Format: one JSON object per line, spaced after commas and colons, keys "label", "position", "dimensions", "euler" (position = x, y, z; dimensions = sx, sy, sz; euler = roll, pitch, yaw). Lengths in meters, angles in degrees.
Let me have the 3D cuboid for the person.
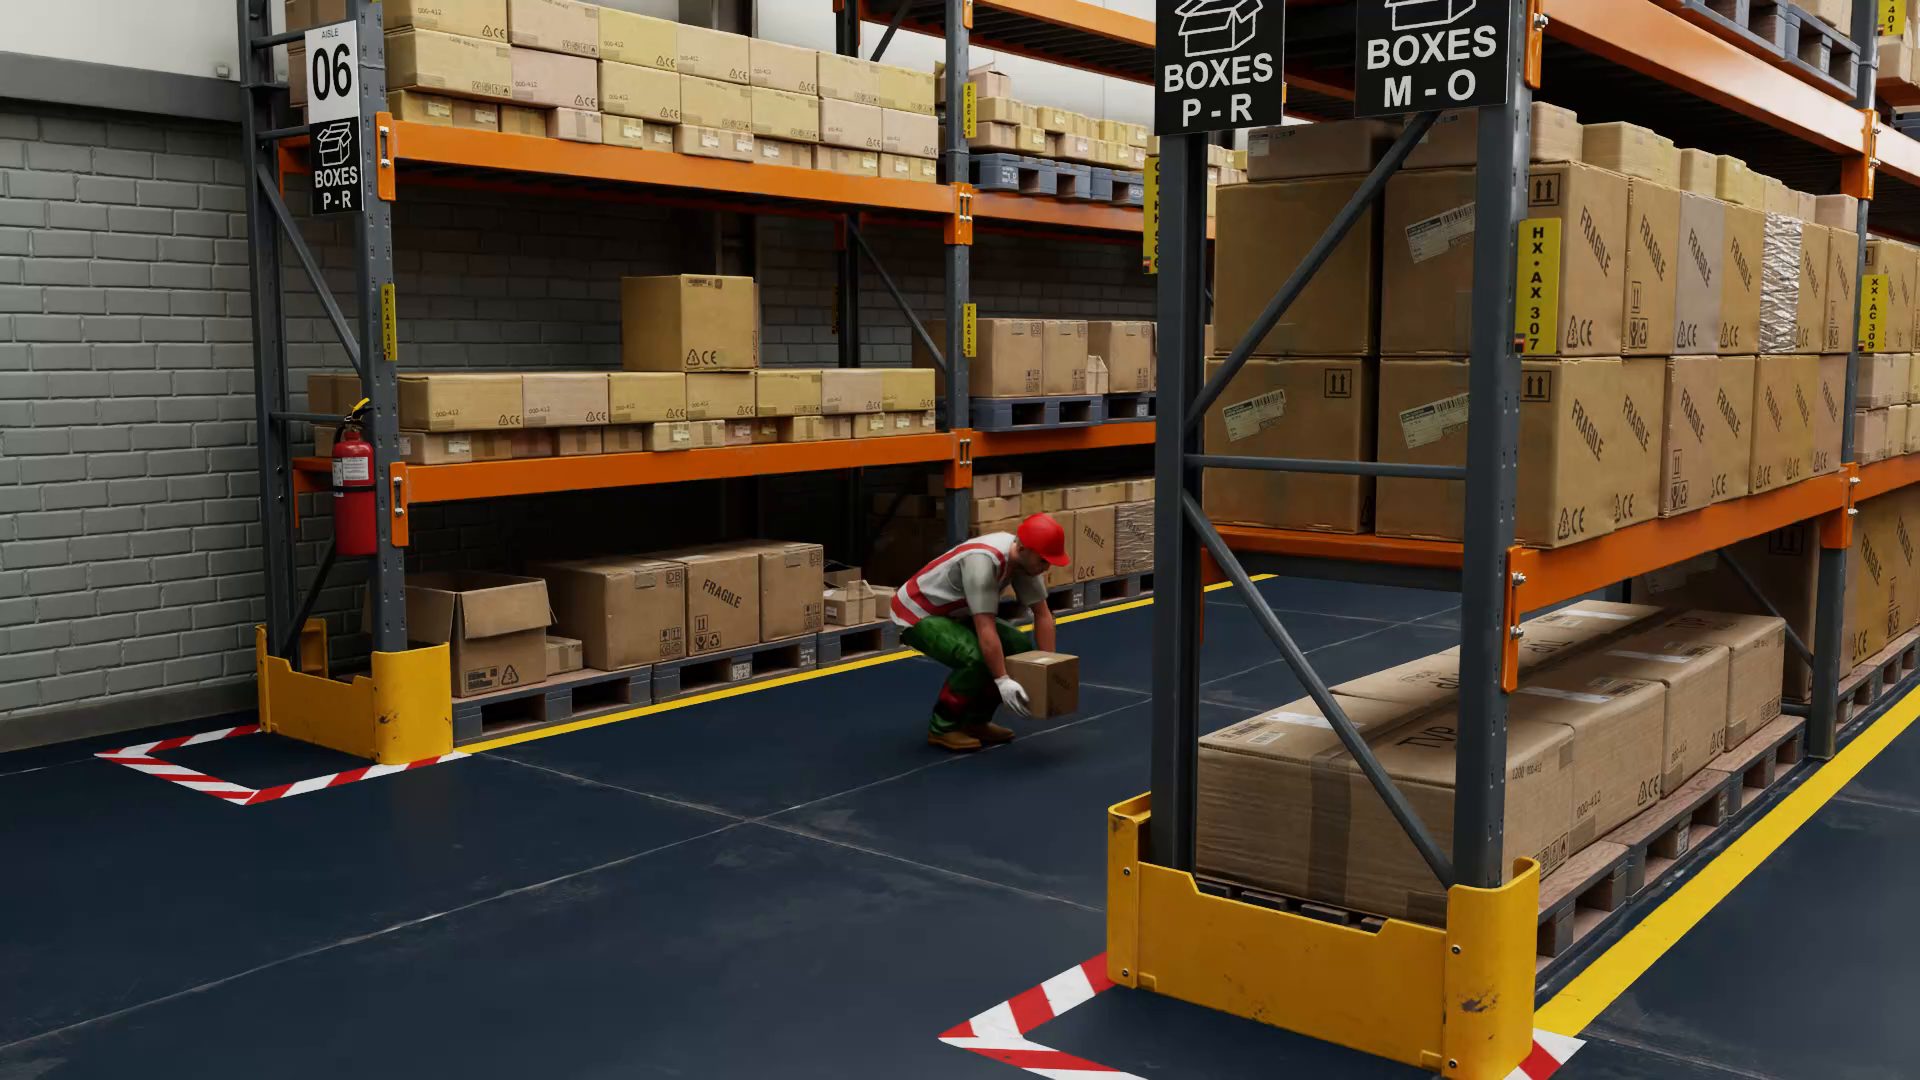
{"label": "person", "position": [0.108, 0.404, 7.664], "dimensions": [0.857, 1.094, 0.576], "euler": [5, 8, 38]}
